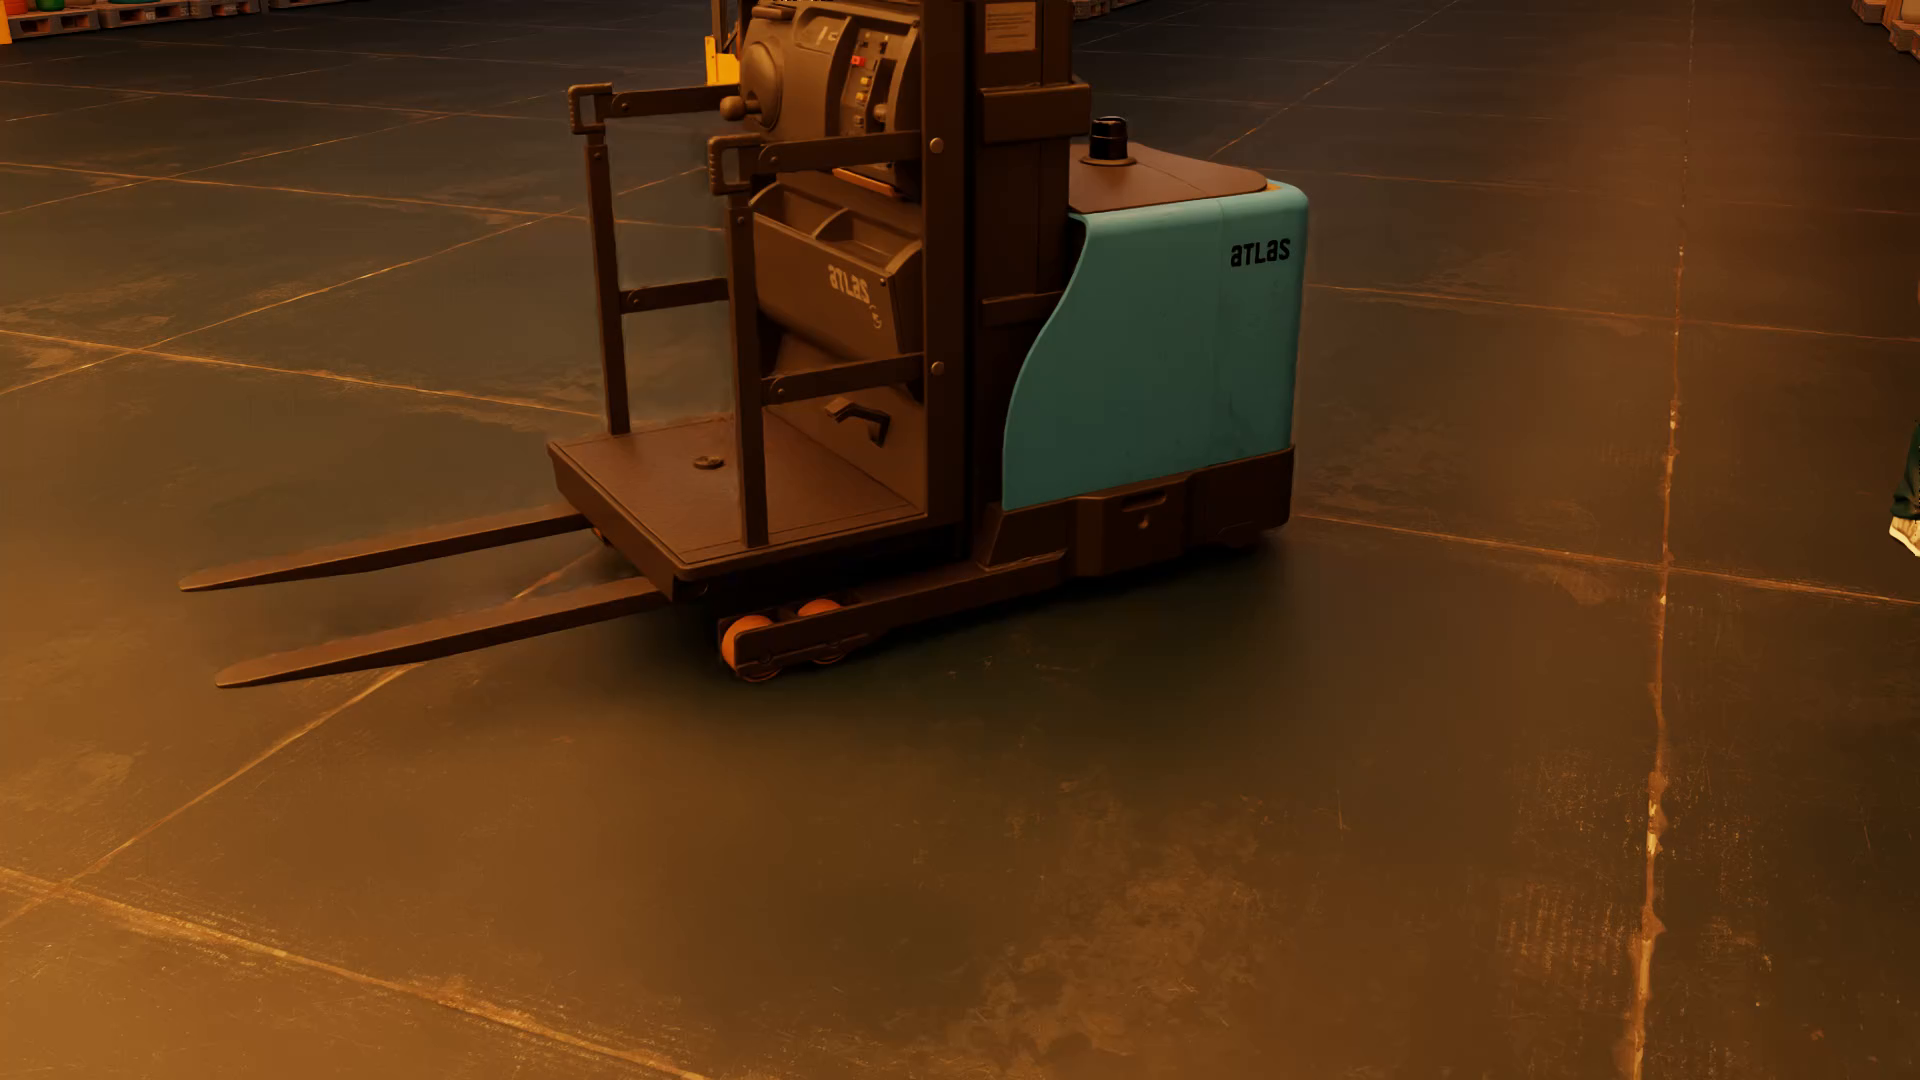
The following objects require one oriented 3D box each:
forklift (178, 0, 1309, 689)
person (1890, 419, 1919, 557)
[{"bbox_3d":[-0.530,-1.224,4.221,3.031,2.935,1.130,-13,26,-28],"label":"forklift"},{"bbox_3d":[3.021,-0.730,4.768,0.485,1.601,0.345,-4,23,-9],"label":"person"}]
